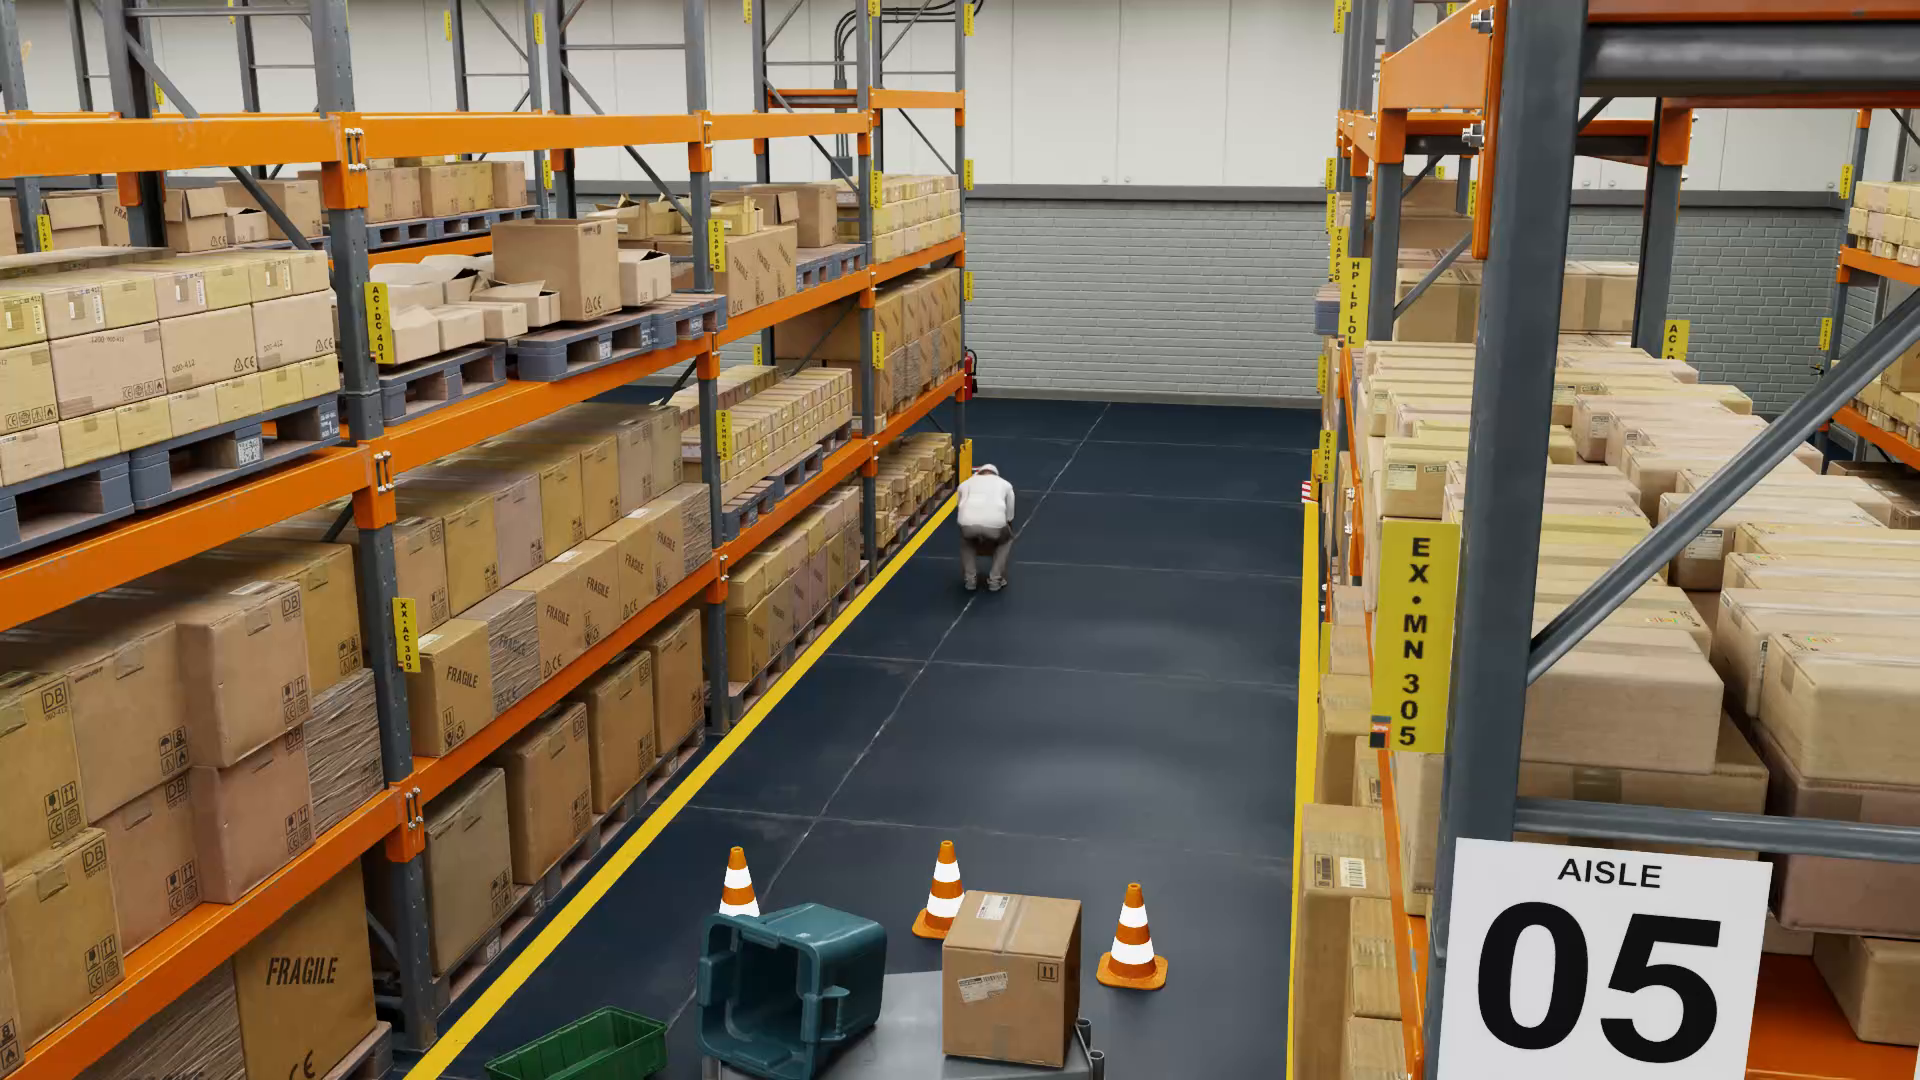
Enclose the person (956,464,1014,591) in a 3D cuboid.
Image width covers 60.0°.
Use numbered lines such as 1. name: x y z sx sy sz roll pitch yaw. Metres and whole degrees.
1. person: 0.211 -0.101 14.850 0.527 1.016 0.948 2 15 9
